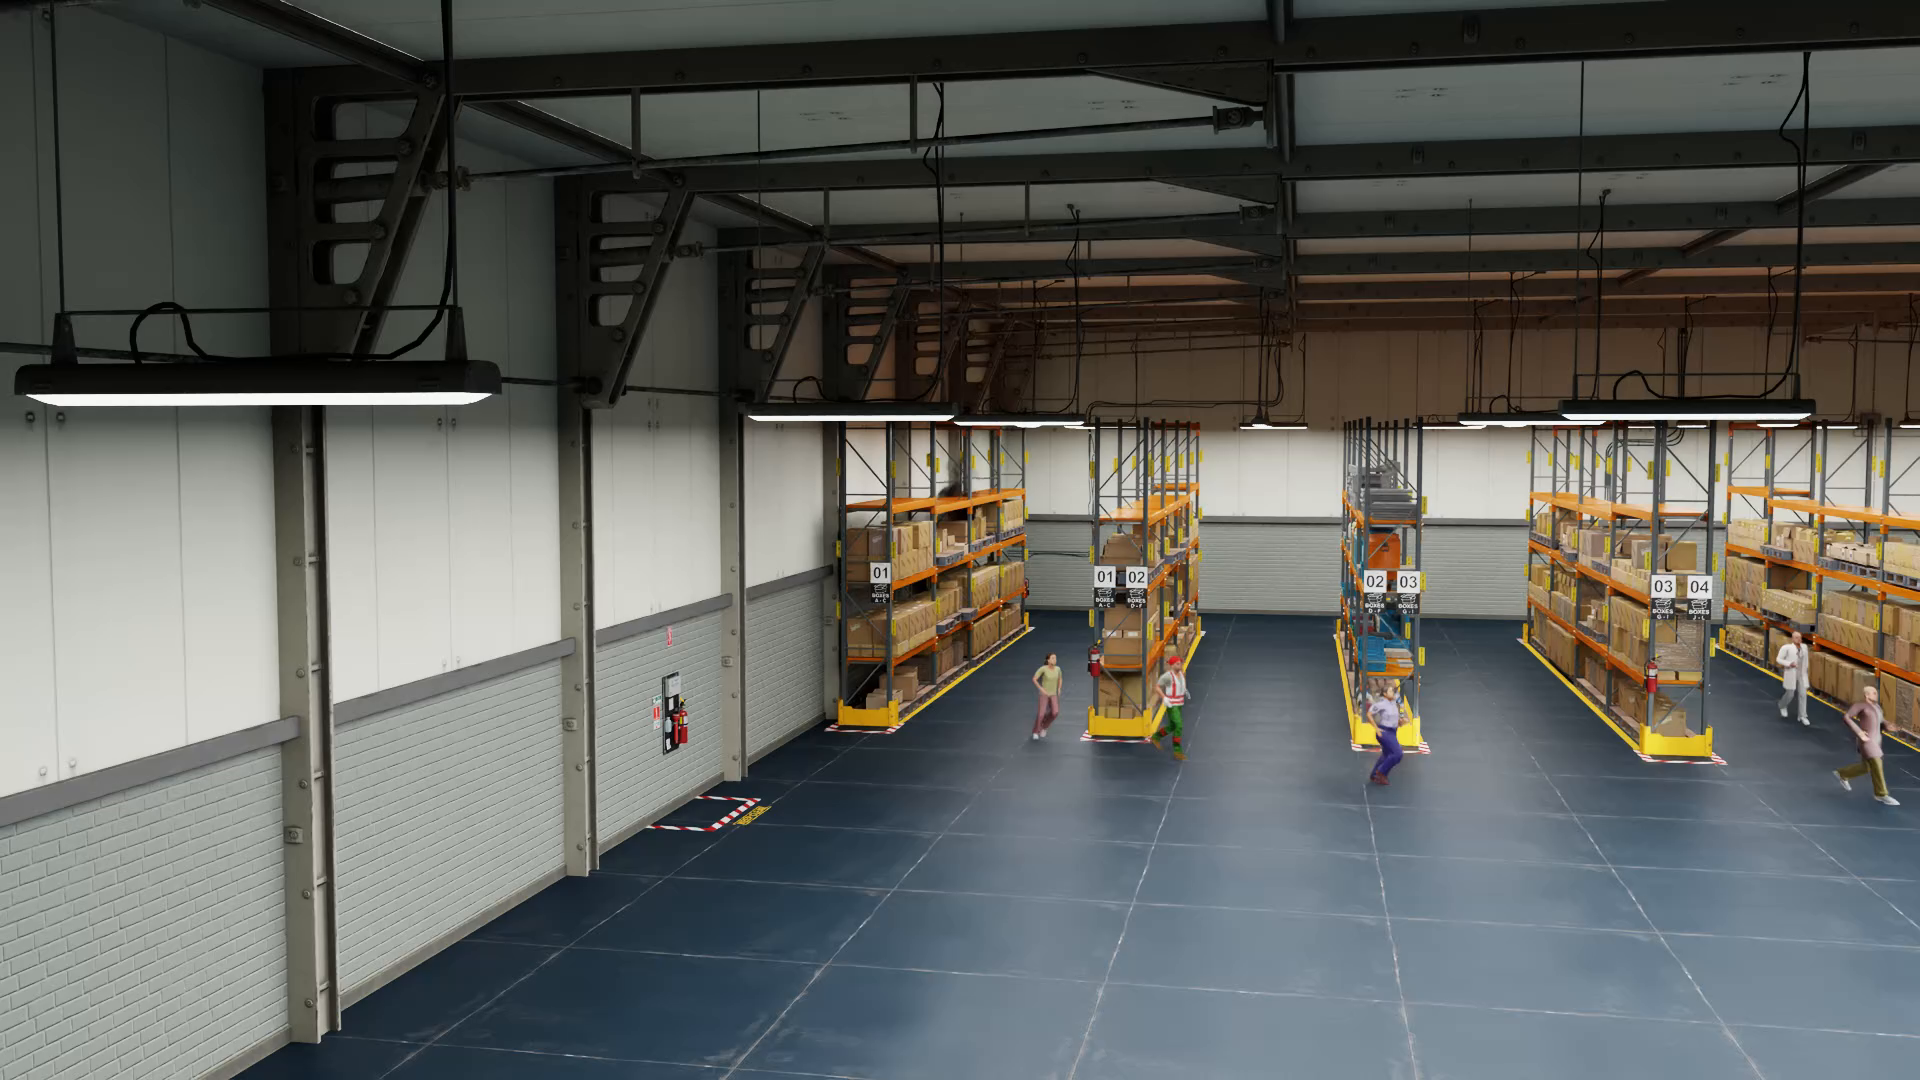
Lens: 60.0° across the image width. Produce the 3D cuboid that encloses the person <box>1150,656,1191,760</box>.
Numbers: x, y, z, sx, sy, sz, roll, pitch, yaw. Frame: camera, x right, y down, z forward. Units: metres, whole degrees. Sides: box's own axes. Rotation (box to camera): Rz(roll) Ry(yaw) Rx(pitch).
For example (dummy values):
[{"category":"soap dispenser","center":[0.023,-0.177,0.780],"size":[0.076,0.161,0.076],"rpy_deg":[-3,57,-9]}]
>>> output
[{"category":"person","center":[3.719,2.930,29.322],"size":[0.858,1.813,0.656],"rpy_deg":[4,5,44]}]

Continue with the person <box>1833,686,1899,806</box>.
[{"category":"person","center":[14.090,3.157,25.832],"size":[0.710,1.787,1.035],"rpy_deg":[-3,5,-37]}]

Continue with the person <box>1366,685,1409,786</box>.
[{"category":"person","center":[6.932,3.165,26.899],"size":[0.647,1.609,0.586],"rpy_deg":[2,4,34]}]

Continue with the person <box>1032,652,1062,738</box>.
[{"category":"person","center":[1.672,2.897,31.007],"size":[0.638,1.614,0.573],"rpy_deg":[-1,4,-18]}]

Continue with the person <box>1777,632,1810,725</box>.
[{"category":"person","center":[16.437,2.711,32.753],"size":[0.704,1.729,1.070],"rpy_deg":[0,4,3]}]
